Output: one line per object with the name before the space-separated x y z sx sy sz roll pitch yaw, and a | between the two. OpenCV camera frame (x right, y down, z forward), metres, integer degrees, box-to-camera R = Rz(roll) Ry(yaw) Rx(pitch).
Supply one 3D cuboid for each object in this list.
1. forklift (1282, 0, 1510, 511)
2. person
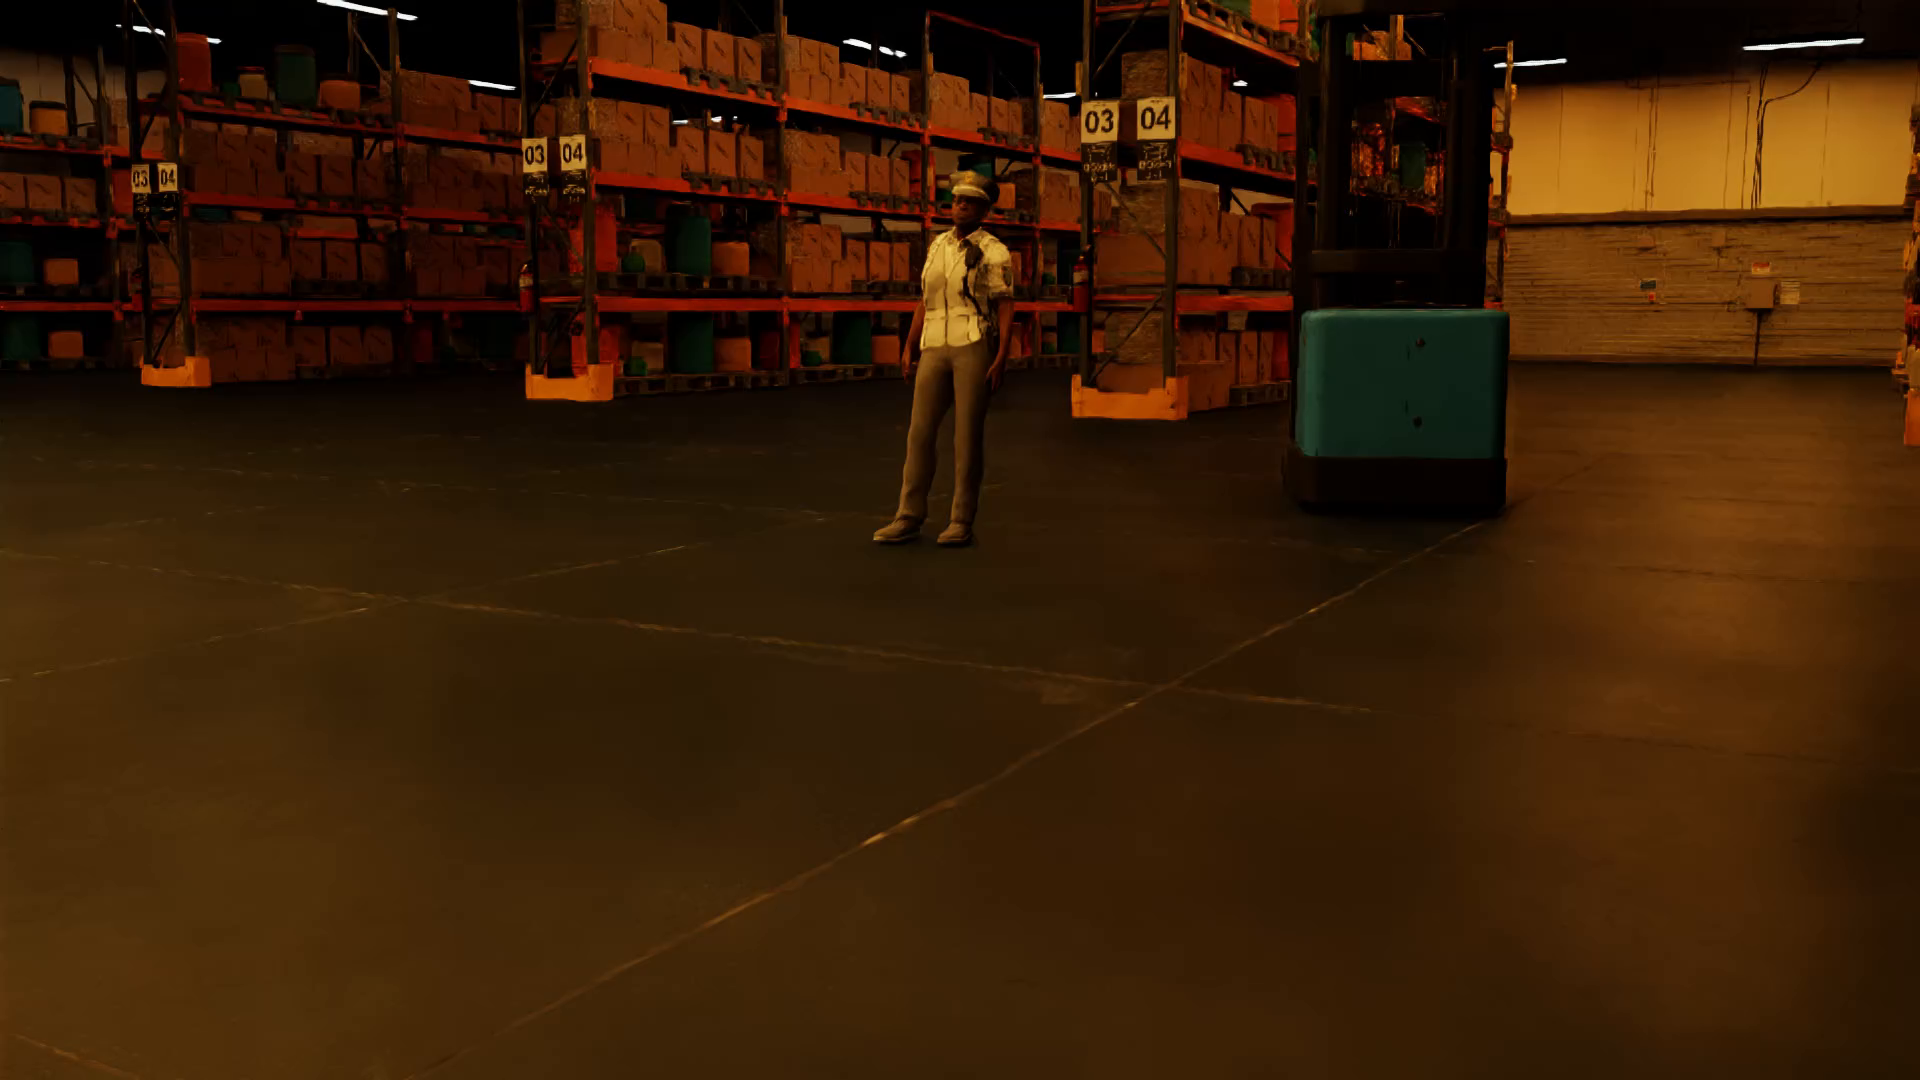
forklift | 2.542 -1.774 9.944 1.130 2.935 3.031 1 8 9
person | -0.054 -0.839 7.641 0.570 1.695 0.529 4 9 29
